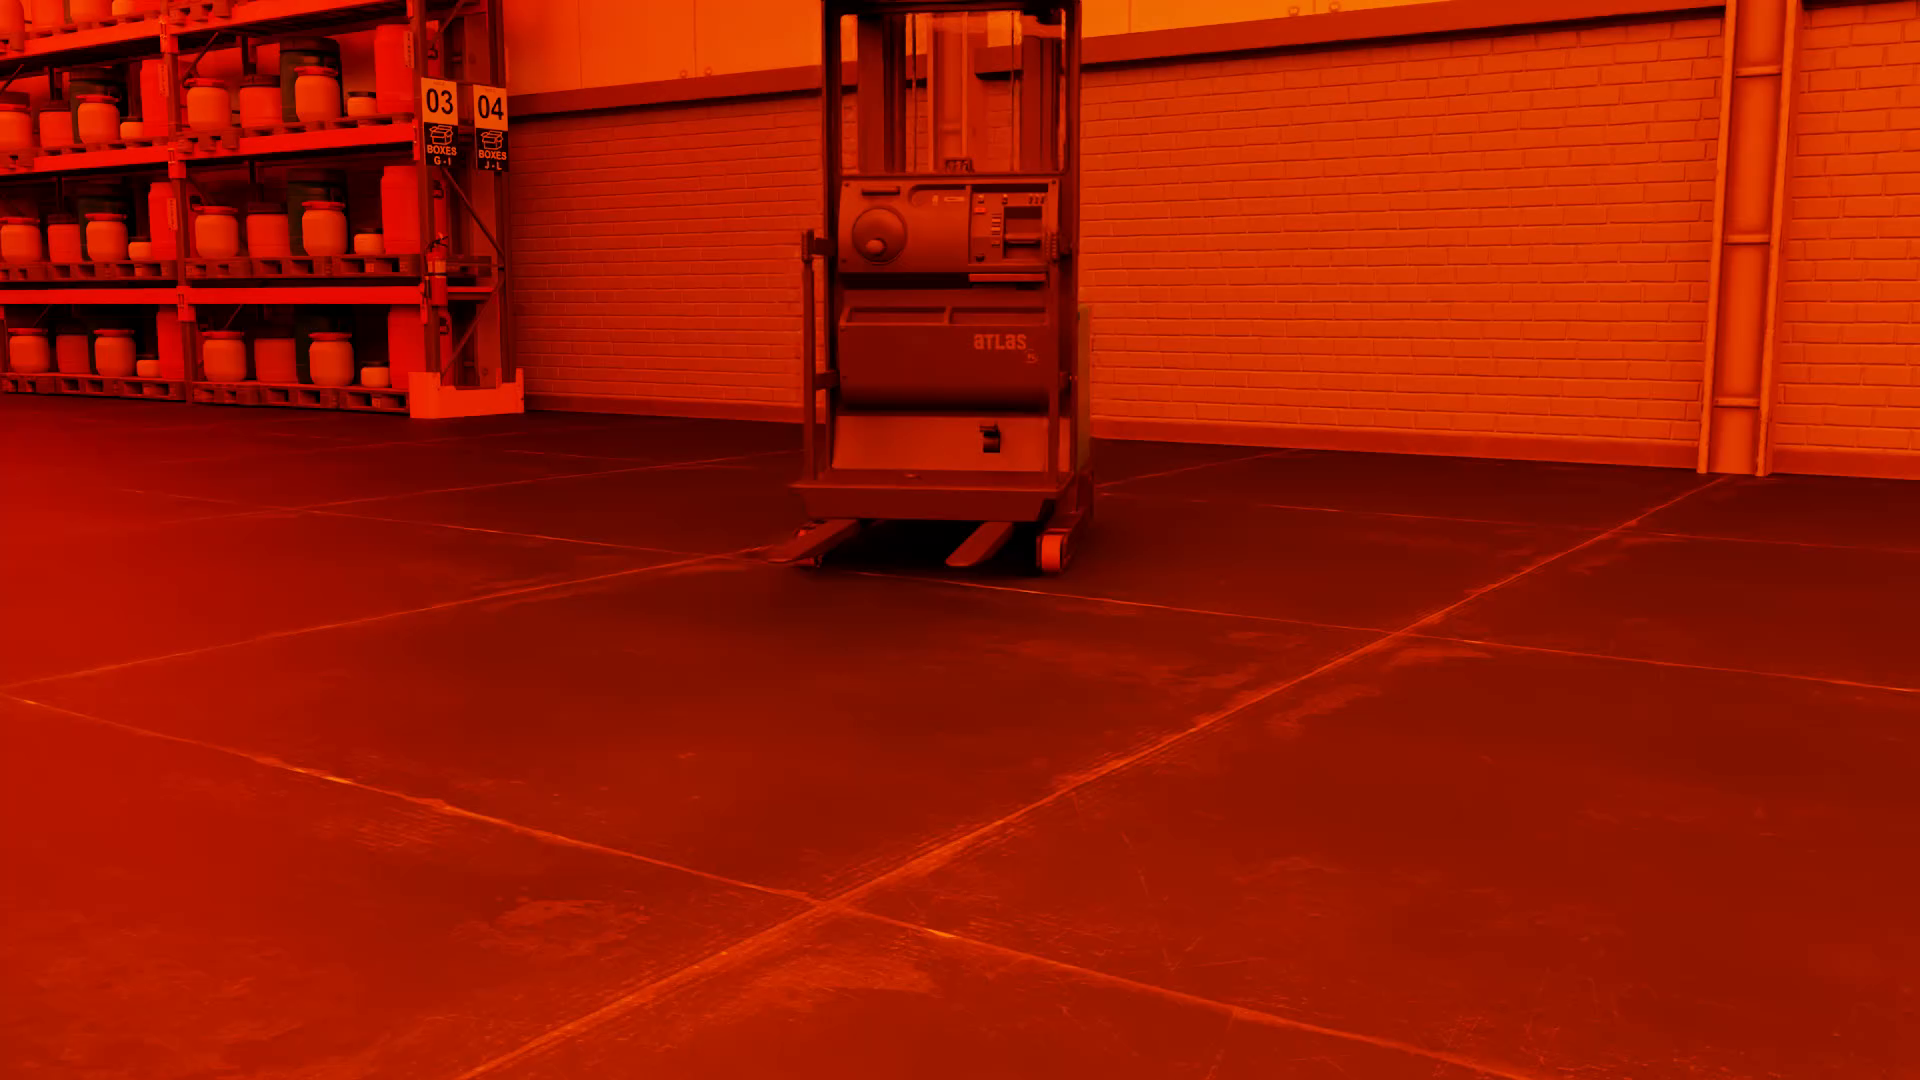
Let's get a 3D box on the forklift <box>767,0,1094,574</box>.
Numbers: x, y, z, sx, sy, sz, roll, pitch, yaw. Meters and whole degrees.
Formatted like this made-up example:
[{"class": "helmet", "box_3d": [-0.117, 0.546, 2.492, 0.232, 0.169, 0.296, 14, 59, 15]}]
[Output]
[{"class": "forklift", "box_3d": [-0.079, -1.365, 6.791, 1.130, 2.935, 3.031, 1, 8, 9]}]
